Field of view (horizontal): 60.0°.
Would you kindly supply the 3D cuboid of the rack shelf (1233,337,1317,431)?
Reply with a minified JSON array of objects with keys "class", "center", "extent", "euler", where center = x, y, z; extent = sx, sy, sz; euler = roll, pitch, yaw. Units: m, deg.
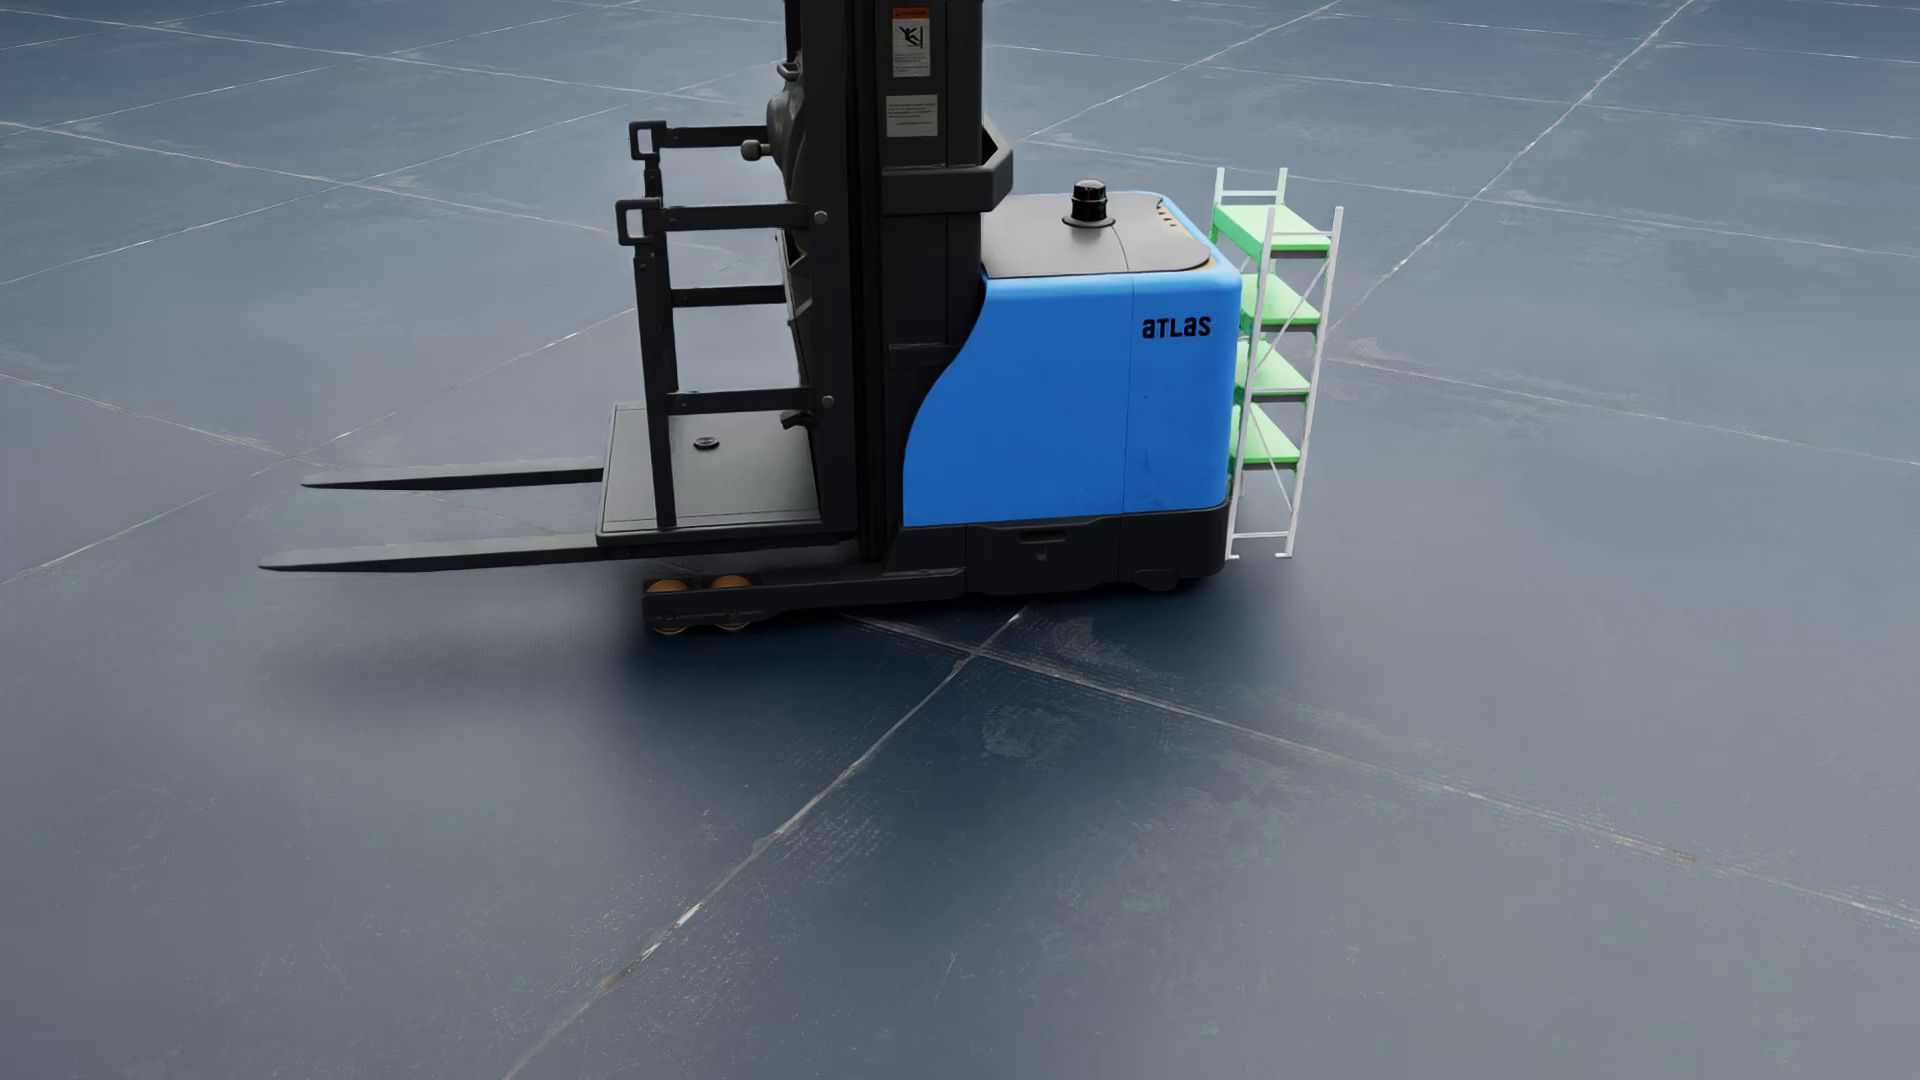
[{"class":"rack shelf","center":[0.985,-0.531,5.600],"extent":[0.258,0.148,0.480],"euler":[-2,27,-11]}]

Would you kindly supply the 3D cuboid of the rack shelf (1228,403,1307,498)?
[{"class":"rack shelf","center":[0.974,-0.316,5.705],"extent":[0.258,0.148,0.480],"euler":[-2,27,-11]}]

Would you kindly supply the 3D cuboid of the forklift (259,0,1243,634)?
[{"class":"forklift","center":[-0.694,-1.271,5.014],"extent":[3.031,2.935,1.130],"euler":[-4,27,-7]}]

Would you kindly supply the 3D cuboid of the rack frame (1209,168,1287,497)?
[{"class":"rack frame","center":[0.944,-0.696,5.786],"extent":[0.240,1.200,0.015],"euler":[-2,27,-11]}]

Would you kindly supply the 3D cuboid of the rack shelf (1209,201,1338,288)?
[{"class":"rack shelf","center":[1.007,-0.962,5.389],"extent":[0.258,0.148,0.480],"euler":[-2,27,-11]}]

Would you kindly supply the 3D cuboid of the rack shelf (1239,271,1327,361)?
[{"class":"rack shelf","center":[0.996,-0.746,5.494],"extent":[0.258,0.148,0.480],"euler":[-2,27,-11]}]

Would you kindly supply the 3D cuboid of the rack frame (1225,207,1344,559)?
[{"class":"rack frame","center":[1.033,-0.481,5.357],"extent":[0.240,1.200,0.015],"euler":[-2,27,-11]}]

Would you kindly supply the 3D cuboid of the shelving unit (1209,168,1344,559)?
[{"class":"shelving unit","center":[0.988,-0.588,5.572],"extent":[0.258,1.200,0.503],"euler":[-2,27,-11]}]
